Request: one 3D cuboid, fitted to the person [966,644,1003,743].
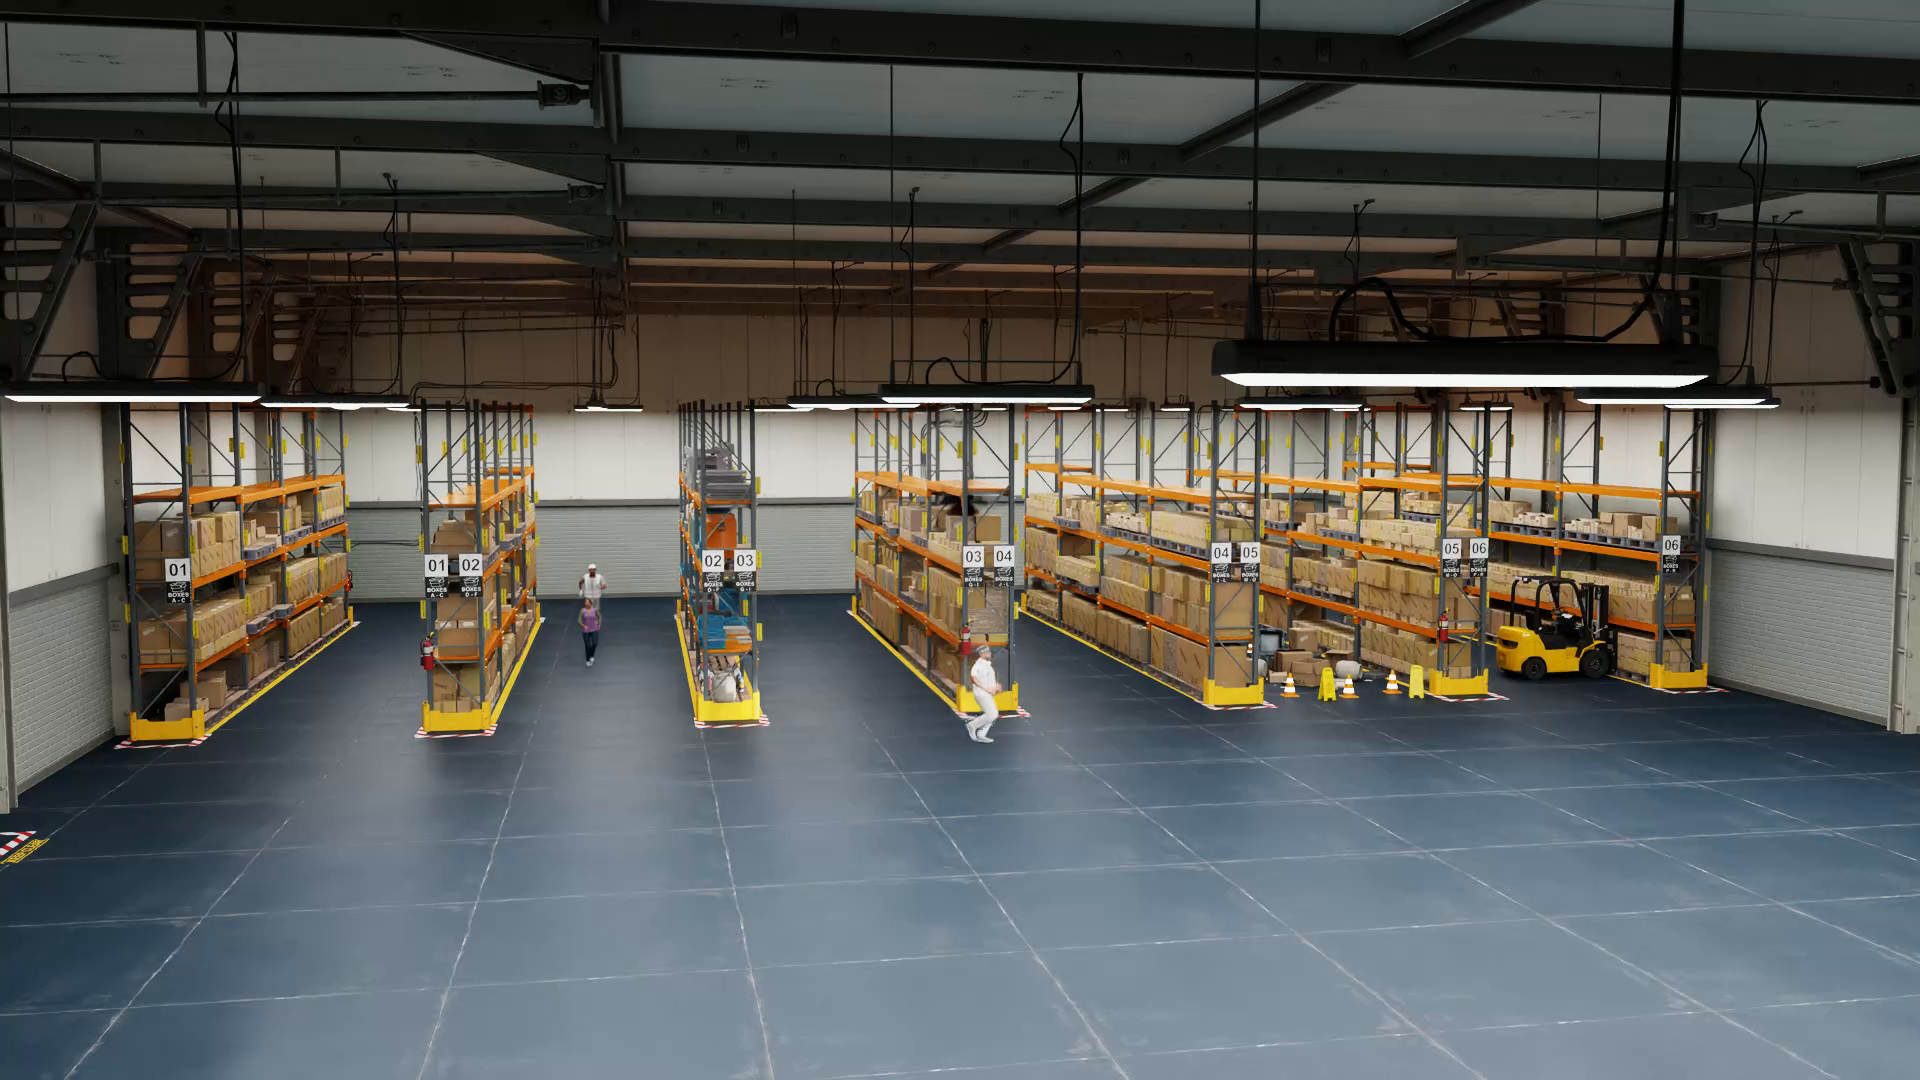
[{"bbox_3d":[0.426,2.666,28.976,0.596,1.736,0.641,1,4,13],"label":"person"}]

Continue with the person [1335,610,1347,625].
[{"bbox_3d":[10.295,1.602,44.614,0.539,1.541,0.549,-2,5,-19],"label":"person"}]

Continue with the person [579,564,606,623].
[{"bbox_3d":[-9.600,1.516,43.500,0.679,1.782,0.991,-1,5,-17],"label":"person"}]

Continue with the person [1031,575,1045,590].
[{"bbox_3d":[2.339,1.063,49.705,0.883,1.812,0.694,-1,5,-18],"label":"person"}]

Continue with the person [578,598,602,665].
[{"bbox_3d":[-8.400,2.089,37.762,0.550,1.560,0.580,-1,4,-16],"label":"person"}]
